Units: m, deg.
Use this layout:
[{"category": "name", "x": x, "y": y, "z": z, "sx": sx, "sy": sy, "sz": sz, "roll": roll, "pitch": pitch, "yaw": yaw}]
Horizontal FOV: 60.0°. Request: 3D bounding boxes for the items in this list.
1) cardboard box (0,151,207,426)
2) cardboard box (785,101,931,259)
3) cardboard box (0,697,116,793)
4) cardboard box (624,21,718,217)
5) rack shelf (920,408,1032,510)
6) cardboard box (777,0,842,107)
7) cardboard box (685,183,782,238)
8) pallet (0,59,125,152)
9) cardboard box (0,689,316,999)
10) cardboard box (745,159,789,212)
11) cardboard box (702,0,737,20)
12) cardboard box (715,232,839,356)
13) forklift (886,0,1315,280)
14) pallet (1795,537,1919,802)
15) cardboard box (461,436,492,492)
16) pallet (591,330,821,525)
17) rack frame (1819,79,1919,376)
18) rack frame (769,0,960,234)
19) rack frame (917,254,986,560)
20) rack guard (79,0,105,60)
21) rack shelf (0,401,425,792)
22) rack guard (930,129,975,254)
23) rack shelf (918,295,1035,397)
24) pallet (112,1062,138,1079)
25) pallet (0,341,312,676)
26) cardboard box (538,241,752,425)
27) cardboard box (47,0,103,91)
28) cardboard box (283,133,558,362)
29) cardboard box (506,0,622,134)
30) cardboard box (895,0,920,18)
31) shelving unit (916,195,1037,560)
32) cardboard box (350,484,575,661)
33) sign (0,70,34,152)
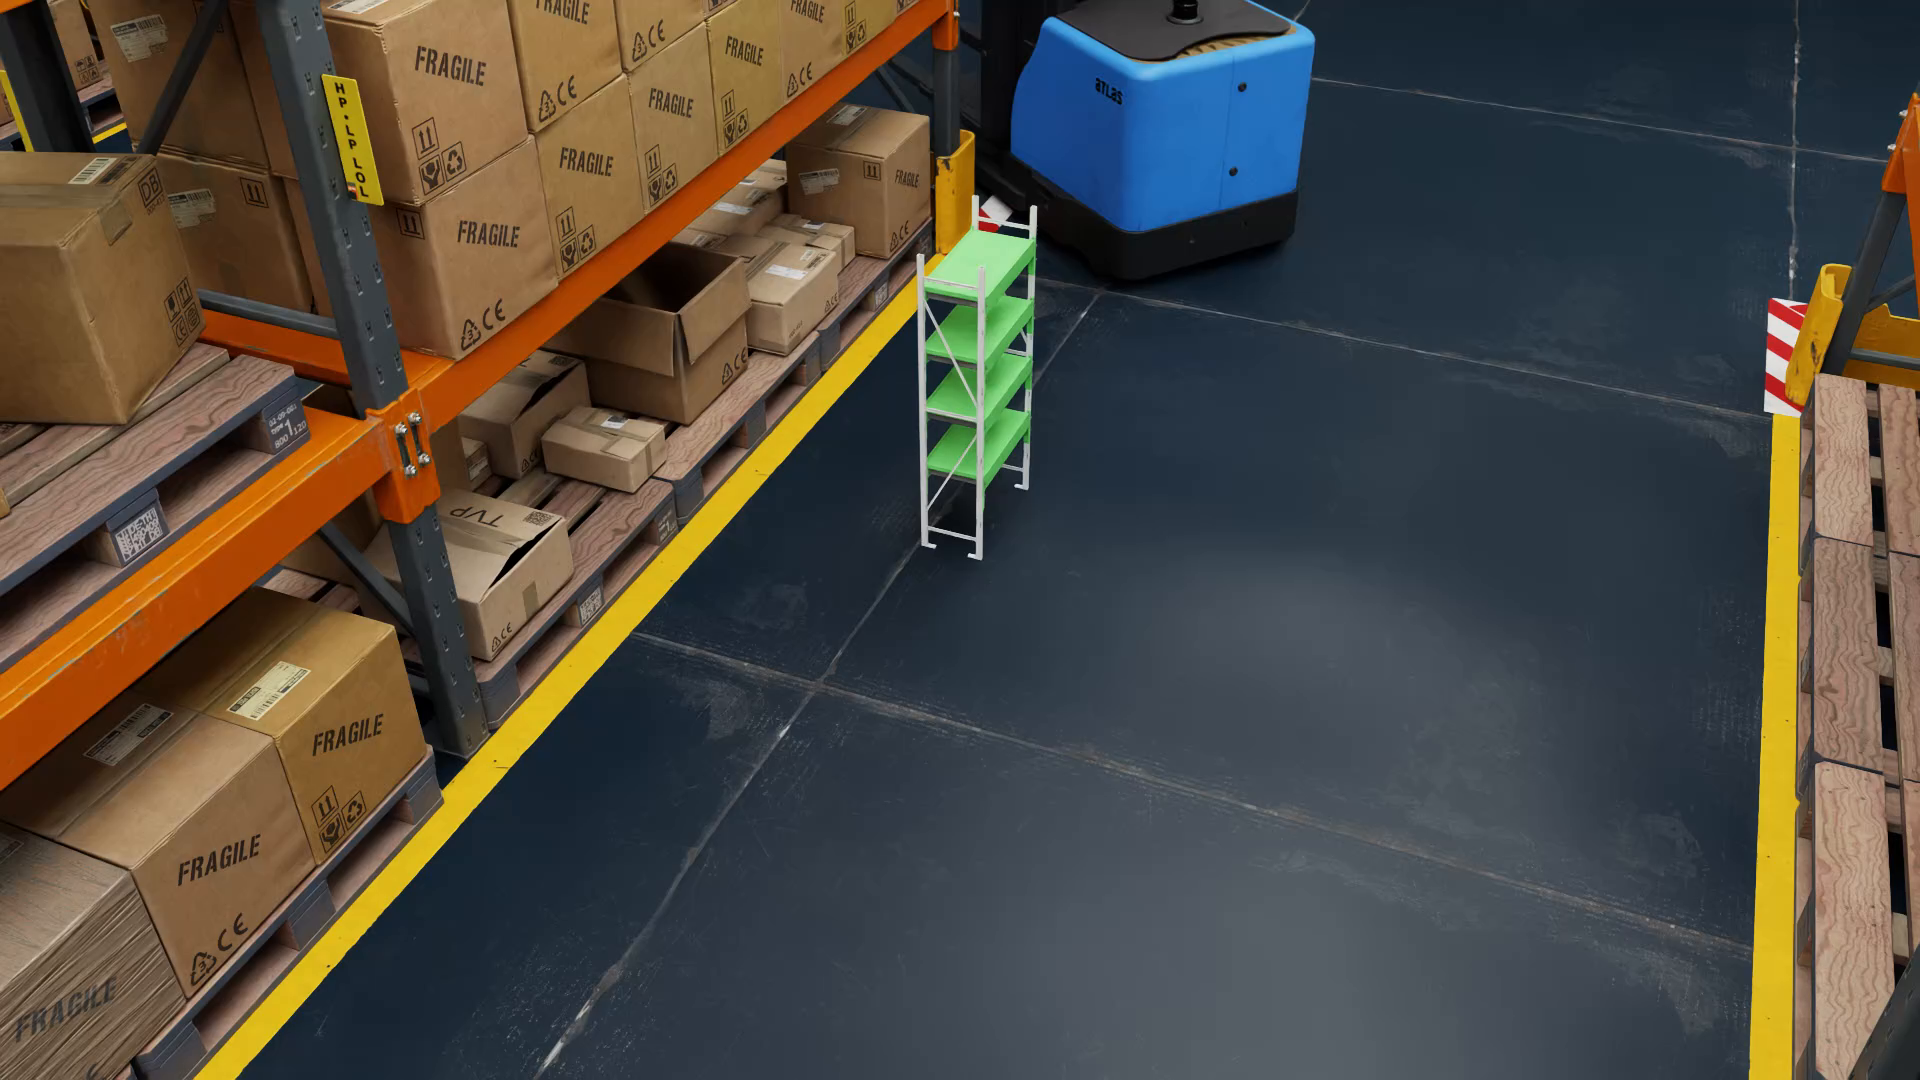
[{"category": "cardboard box", "x": -2.394, "y": -0.638, "z": 4.164, "sx": 0.700, "sy": 0.500, "sz": 0.500, "roll": 2, "pitch": 37, "yaw": 2}, {"category": "cardboard box", "x": -0.464, "y": -1.674, "z": 7.704, "sx": 0.500, "sy": 0.500, "sz": 0.500, "roll": 14, "pitch": 39, "yaw": 18}, {"category": "cardboard box", "x": -2.609, "y": 0.694, "z": 4.536, "sx": 0.500, "sy": 0.500, "sz": 0.500, "roll": 14, "pitch": 39, "yaw": 18}, {"category": "cardboard box", "x": -1.176, "y": -1.462, "z": 5.617, "sx": 0.500, "sy": 0.500, "sz": 0.500, "roll": 14, "pitch": 39, "yaw": 18}, {"category": "rack shelf", "x": 0.063, "y": -0.329, "z": 6.195, "sx": 0.258, "sy": 0.148, "sz": 0.480, "roll": 14, "pitch": 39, "yaw": 18}, {"category": "cardboard box", "x": -0.792, "y": -2.023, "z": 6.367, "sx": 0.500, "sy": 0.500, "sz": 0.500, "roll": 14, "pitch": 39, "yaw": 18}, {"category": "cardboard box", "x": -1.144, "y": -1.417, "z": 7.570, "sx": 0.500, "sy": 0.250, "sz": 0.500, "roll": 14, "pitch": 39, "yaw": 18}, {"category": "pallet", "x": -5.299, "y": -2.405, "z": 9.291, "sx": 1.003, "sy": 0.211, "sz": 1.213, "roll": 14, "pitch": 39, "yaw": 18}, {"category": "cardboard box", "x": -2.125, "y": 0.794, "z": 4.403, "sx": 0.500, "sy": 0.500, "sz": 0.500, "roll": 14, "pitch": 39, "yaw": 18}, {"category": "cardboard box", "x": -0.962, "y": -1.737, "z": 8.082, "sx": 0.380, "sy": 0.149, "sz": 0.250, "roll": 14, "pitch": 39, "yaw": 18}, {"category": "cardboard box", "x": -0.979, "y": -2.135, "z": 5.682, "sx": 0.500, "sy": 0.500, "sz": 0.500, "roll": 15, "pitch": 39, "yaw": 19}, {"category": "cardboard box", "x": -0.853, "y": -1.054, "z": 7.084, "sx": 0.500, "sy": 0.250, "sz": 0.500, "roll": 14, "pitch": 39, "yaw": 18}, {"category": "forklift", "x": 0.475, "y": -3.249, "z": 8.148, "sx": 1.130, "sy": 2.935, "sz": 3.031, "roll": -19, "pitch": 41, "yaw": -23}, {"category": "pallet", "x": 3.279, "y": 0.512, "z": 5.388, "sx": 1.003, "sy": 0.211, "sz": 1.213, "roll": 14, "pitch": 39, "yaw": 18}, {"category": "cardboard box", "x": -1.965, "y": -0.277, "z": 6.129, "sx": 0.380, "sy": 0.149, "sz": 0.250, "roll": 14, "pitch": 39, "yaw": 18}, {"category": "pallet", "x": -1.282, "y": -0.582, "z": 6.853, "sx": 1.003, "sy": 0.211, "sz": 1.213, "roll": 14, "pitch": 39, "yaw": 18}, {"category": "rack frame", "x": 4.095, "y": -1.725, "z": 6.053, "sx": 1.000, "sy": 3.000, "sz": 0.127, "roll": 14, "pitch": 39, "yaw": 18}, {"category": "rack frame", "x": -0.485, "y": -2.856, "z": 7.565, "sx": 1.000, "sy": 3.000, "sz": 0.127, "roll": 14, "pitch": 39, "yaw": 18}, {"category": "rack frame", "x": -0.030, "y": -0.437, "z": 5.833, "sx": 0.240, "sy": 1.200, "sz": 0.015, "roll": 14, "pitch": 39, "yaw": 18}, {"category": "rack guard", "x": -5.058, "y": -2.994, "z": 9.838, "sx": 1.175, "sy": 0.500, "sz": 0.348, "roll": 14, "pitch": 39, "yaw": 18}, {"category": "rack shelf", "x": -2.768, "y": 0.754, "z": 3.336, "sx": 1.077, "sy": 0.370, "sz": 4.000, "roll": 14, "pitch": 39, "yaw": 18}, {"category": "rack guard", "x": -0.514, "y": -1.813, "z": 8.257, "sx": 1.175, "sy": 0.500, "sz": 0.348, "roll": 14, "pitch": 39, "yaw": 18}, {"category": "rack shelf", "x": 0.063, "y": -0.713, "z": 5.908, "sx": 0.258, "sy": 0.148, "sz": 0.480, "roll": 14, "pitch": 39, "yaw": 18}, {"category": "pallet", "x": -2.744, "y": 1.613, "z": 3.916, "sx": 1.003, "sy": 0.211, "sz": 1.213, "roll": 14, "pitch": 39, "yaw": 18}, {"category": "pallet", "x": -2.412, "y": -0.147, "z": 4.101, "sx": 1.003, "sy": 0.211, "sz": 1.213, "roll": 14, "pitch": 39, "yaw": 18}, {"category": "cardboard box", "x": -1.296, "y": -0.859, "z": 6.611, "sx": 0.797, "sy": 0.503, "sz": 0.637, "roll": 14, "pitch": 39, "yaw": 18}, {"category": "cardboard box", "x": -5.241, "y": -2.739, "z": 9.146, "sx": 0.700, "sy": 0.500, "sz": 0.500, "roll": 14, "pitch": 39, "yaw": 18}, {"category": "cardboard box", "x": -1.561, "y": -0.901, "z": 4.867, "sx": 0.500, "sy": 0.500, "sz": 0.500, "roll": 15, "pitch": 39, "yaw": 19}, {"category": "cardboard box", "x": -1.371, "y": -1.564, "z": 4.919, "sx": 0.500, "sy": 0.500, "sz": 0.500, "roll": 13, "pitch": 39, "yaw": 16}, {"category": "cardboard box", "x": -0.403, "y": -2.586, "z": 7.121, "sx": 0.500, "sy": 0.500, "sz": 0.500, "roll": 15, "pitch": 39, "yaw": 19}, {"category": "shelving unit", "x": 0.063, "y": -0.572, "z": 6.013, "sx": 0.258, "sy": 1.200, "sz": 0.503, "roll": 14, "pitch": 39, "yaw": 18}, {"category": "cardboard box", "x": -1.647, "y": 0.076, "z": 5.521, "sx": 0.500, "sy": 0.311, "sz": 0.500, "roll": 14, "pitch": 39, "yaw": 18}, {"category": "sign", "x": -2.511, "y": -1.107, "z": 4.503, "sx": 0.100, "sy": 0.325, "sz": 0.005, "roll": 14, "pitch": 39, "yaw": 18}]
